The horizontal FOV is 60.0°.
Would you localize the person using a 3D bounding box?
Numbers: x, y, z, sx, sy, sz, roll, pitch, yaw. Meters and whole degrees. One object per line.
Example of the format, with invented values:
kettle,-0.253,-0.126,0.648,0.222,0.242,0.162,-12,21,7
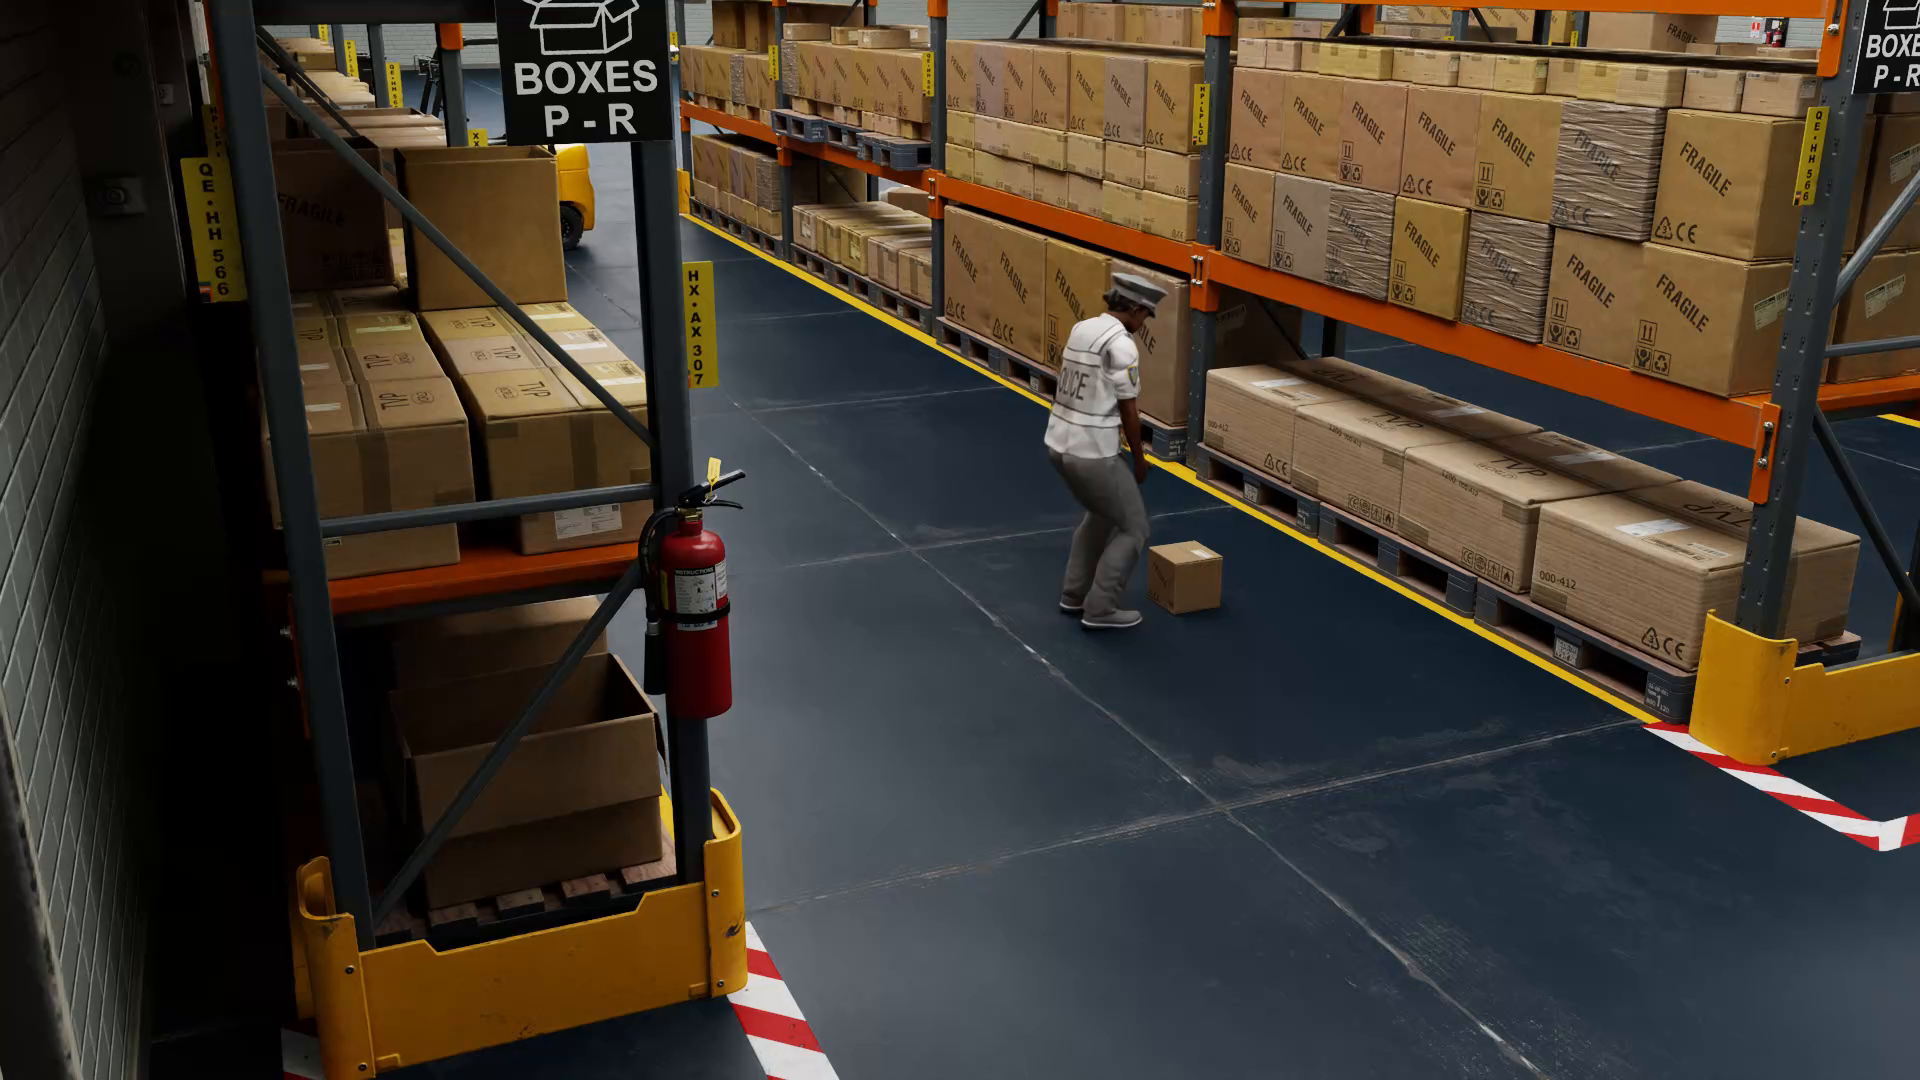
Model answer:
person,0.637,-0.395,7.388,0.541,1.563,0.476,-7,20,-21
